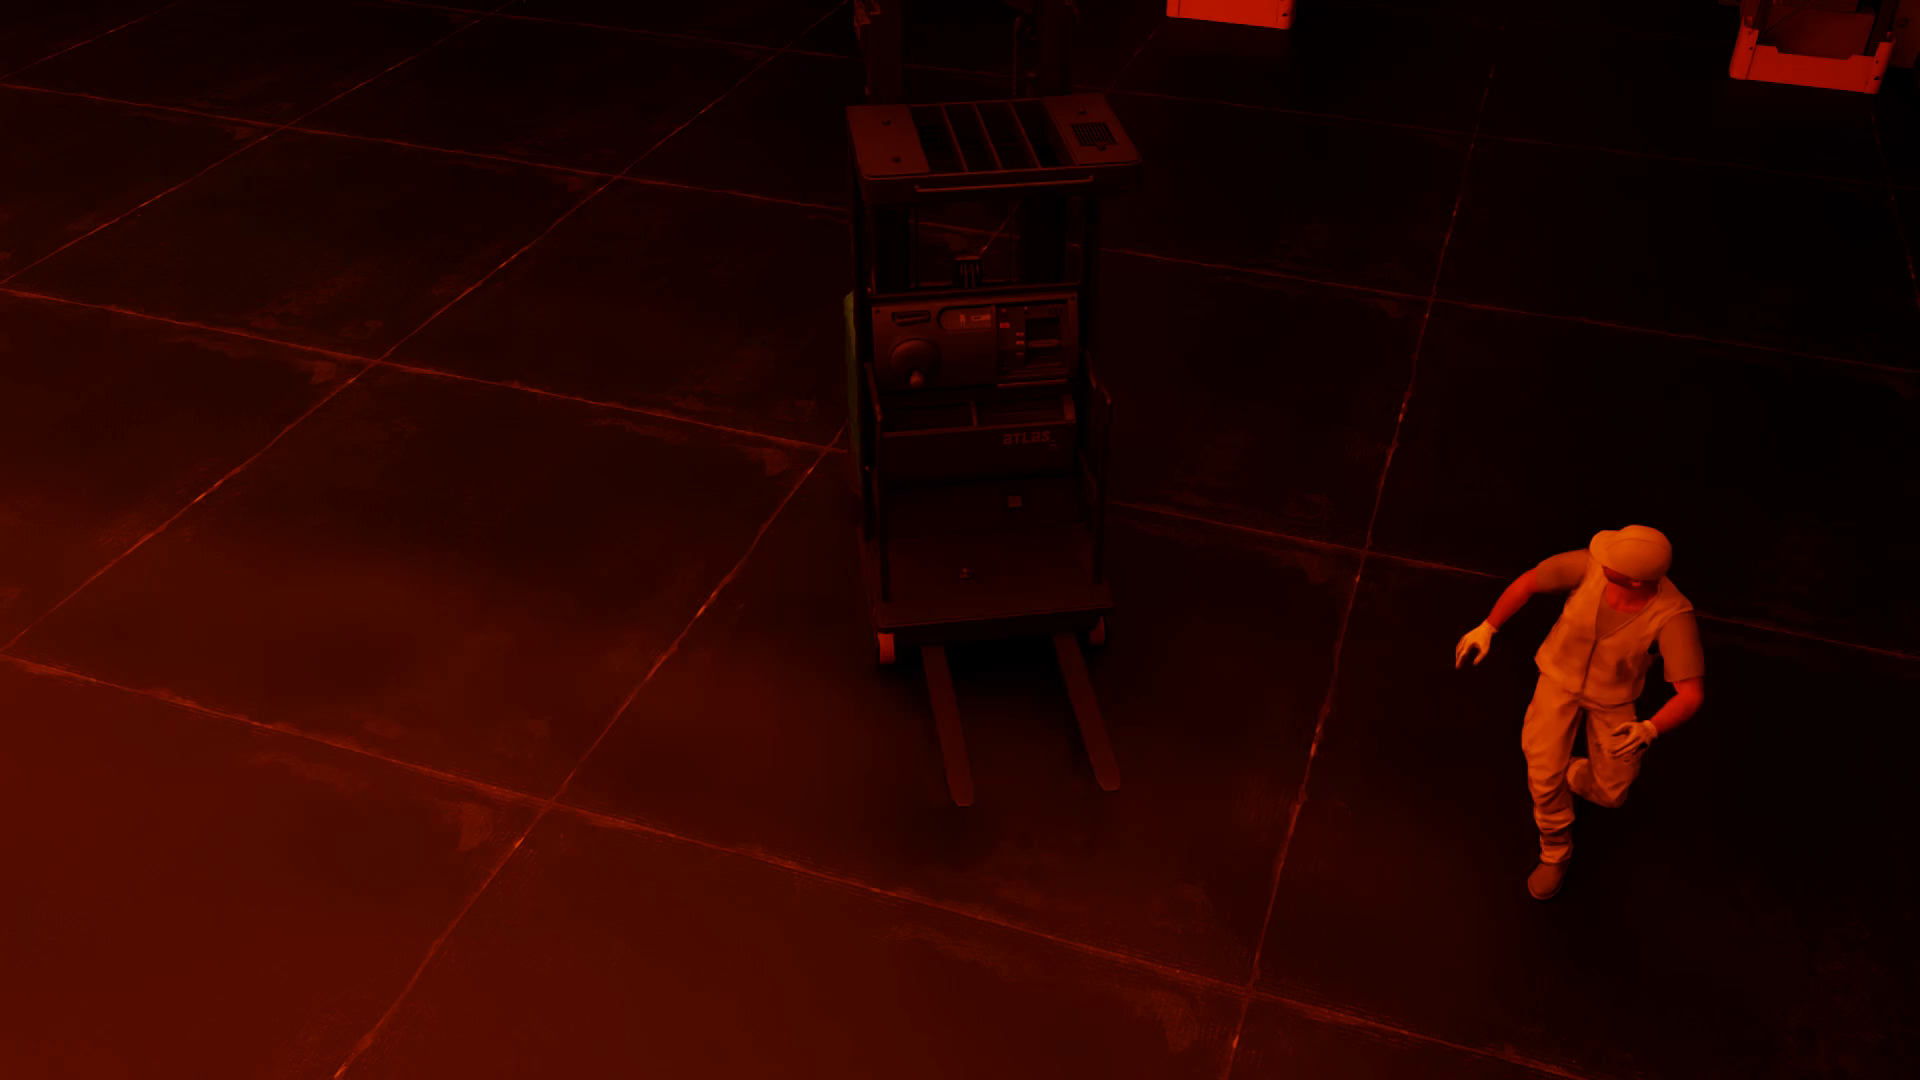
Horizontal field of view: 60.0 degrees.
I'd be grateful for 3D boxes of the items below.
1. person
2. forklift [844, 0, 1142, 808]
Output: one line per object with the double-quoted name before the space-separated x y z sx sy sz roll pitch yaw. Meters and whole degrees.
"person" 2.321 0.614 6.360 0.895 1.644 0.852 16 38 21
"forklift" 0.106 -0.827 7.277 1.130 2.935 3.031 -5 36 -7
